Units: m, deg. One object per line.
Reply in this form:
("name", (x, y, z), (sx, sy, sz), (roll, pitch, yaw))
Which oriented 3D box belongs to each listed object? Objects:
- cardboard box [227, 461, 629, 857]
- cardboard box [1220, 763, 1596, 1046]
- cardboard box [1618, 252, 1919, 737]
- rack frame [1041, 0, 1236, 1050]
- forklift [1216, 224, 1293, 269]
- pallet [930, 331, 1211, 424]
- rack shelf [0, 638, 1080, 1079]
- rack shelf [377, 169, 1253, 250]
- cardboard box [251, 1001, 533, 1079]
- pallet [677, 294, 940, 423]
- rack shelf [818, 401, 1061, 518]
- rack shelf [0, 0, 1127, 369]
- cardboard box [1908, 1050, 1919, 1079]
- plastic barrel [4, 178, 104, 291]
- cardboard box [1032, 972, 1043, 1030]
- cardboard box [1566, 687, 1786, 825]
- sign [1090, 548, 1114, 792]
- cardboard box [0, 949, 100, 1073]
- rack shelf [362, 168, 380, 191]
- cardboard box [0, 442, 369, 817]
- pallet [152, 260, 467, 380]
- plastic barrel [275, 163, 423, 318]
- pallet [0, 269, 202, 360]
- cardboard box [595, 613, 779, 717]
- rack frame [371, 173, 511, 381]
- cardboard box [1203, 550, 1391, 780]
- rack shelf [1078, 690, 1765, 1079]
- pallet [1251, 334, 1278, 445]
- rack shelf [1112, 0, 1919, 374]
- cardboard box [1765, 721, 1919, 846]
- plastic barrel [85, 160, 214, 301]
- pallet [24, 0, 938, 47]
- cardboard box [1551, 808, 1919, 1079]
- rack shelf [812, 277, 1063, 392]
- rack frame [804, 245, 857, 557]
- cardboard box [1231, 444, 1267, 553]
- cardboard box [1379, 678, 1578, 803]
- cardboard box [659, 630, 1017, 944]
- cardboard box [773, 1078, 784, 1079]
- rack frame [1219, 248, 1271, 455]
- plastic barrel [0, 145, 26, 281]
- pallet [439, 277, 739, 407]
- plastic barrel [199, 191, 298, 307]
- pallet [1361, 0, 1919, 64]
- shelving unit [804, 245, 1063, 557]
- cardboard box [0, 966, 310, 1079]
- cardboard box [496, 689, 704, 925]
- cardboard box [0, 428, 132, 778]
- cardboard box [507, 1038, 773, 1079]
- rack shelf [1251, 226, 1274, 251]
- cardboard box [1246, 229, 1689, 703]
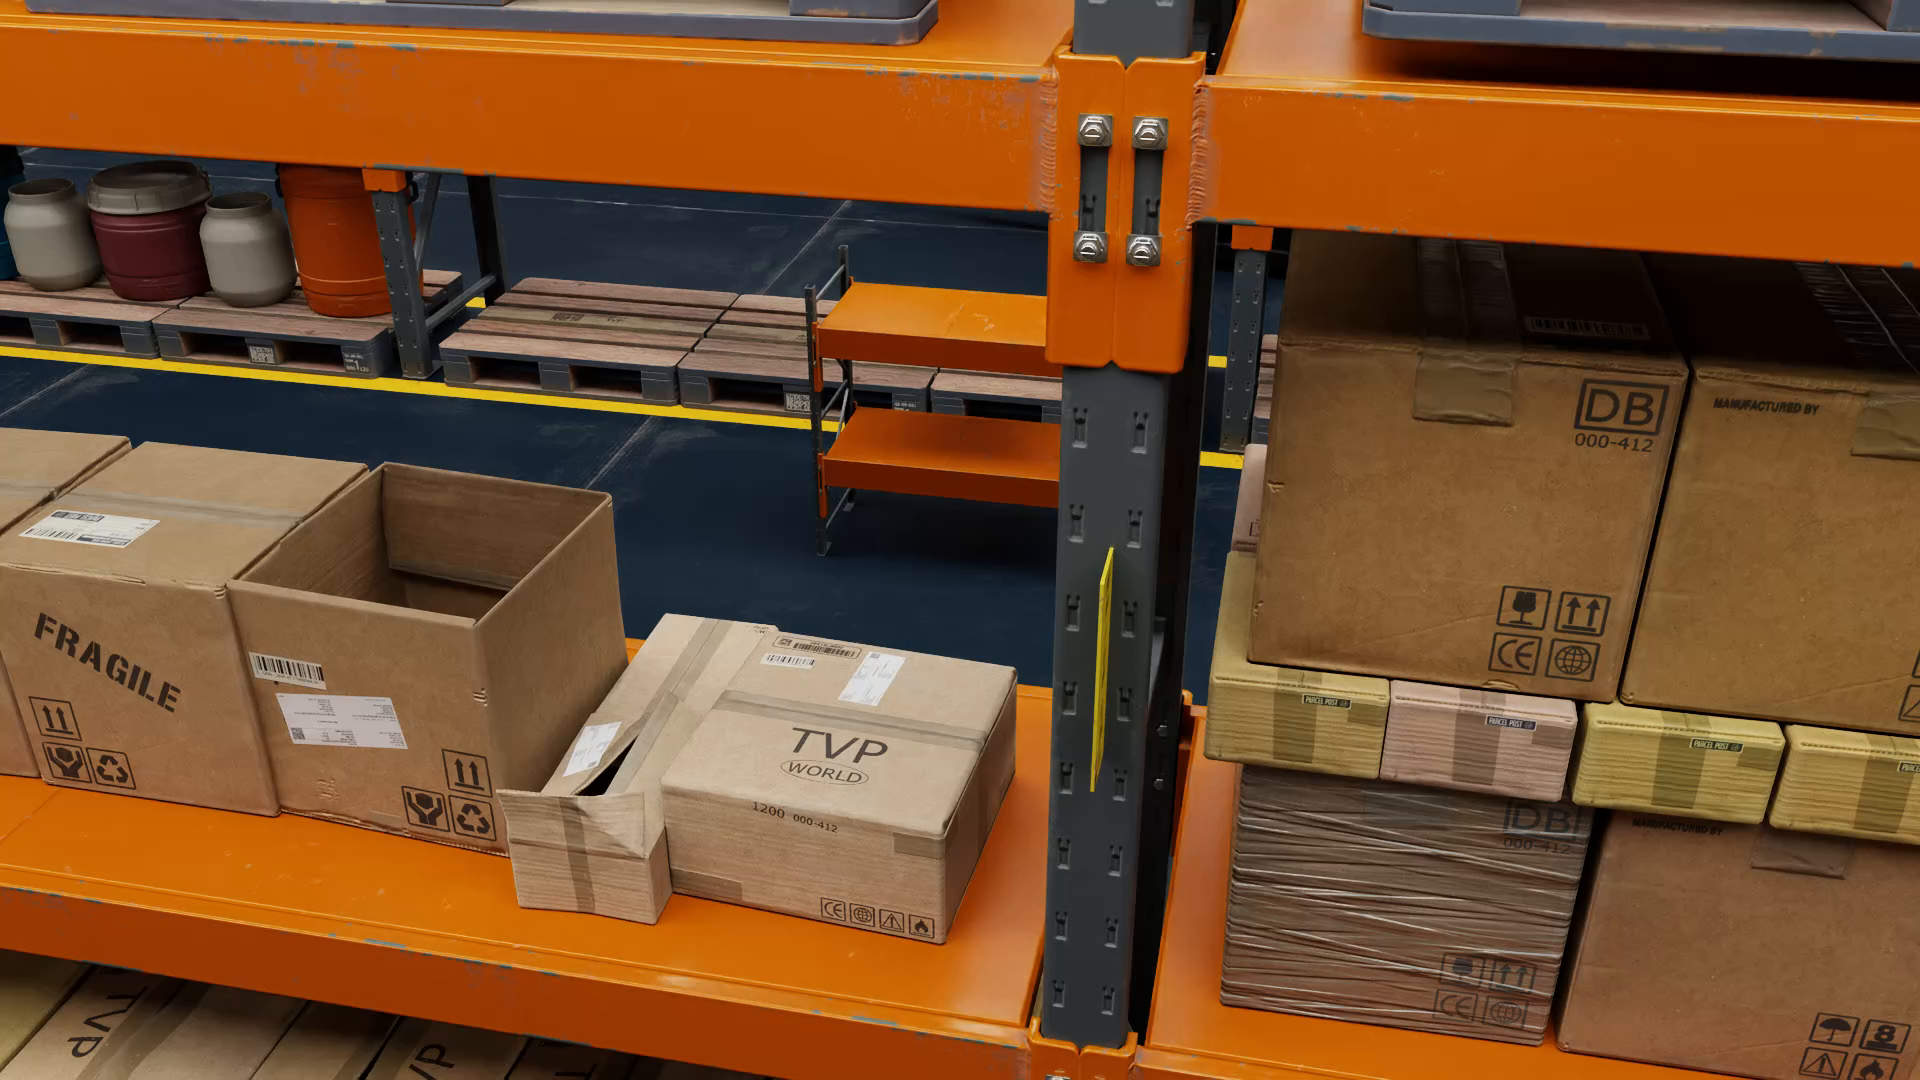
("cardboard box", (-0.972, 0.209, 3.141), (0.500, 0.500, 0.500), (8, 30, 14))
("cardboard box", (0.726, 0.388, 2.814), (0.500, 0.500, 0.700), (5, 29, 9))
("cardboard box", (1.220, -0.131, 2.411), (0.500, 0.500, 0.700), (6, 29, 10))
("rack frame", (0.290, 0.392, 2.911), (0.053, 2.616, 0.949), (6, 29, 11))
("forklift", (1.615, -3.107, 9.373), (3.031, 2.935, 1.130), (13, 31, 23))
("pallet", (0.553, -0.773, 7.942), (1.213, 0.211, 1.003), (6, 29, 11))
("rack shelf", (-1.665, 0.505, 3.453), (4.000, 0.370, 1.077), (6, 29, 11))
("rack shelf", (-0.627, -1.821, 7.701), (4.000, 0.370, 1.077), (6, 29, 11))
("cardboard box", (-1.163, 1.160, 3.350), (0.500, 0.311, 0.500), (6, 29, 10))
("pallet", (-0.644, -0.894, 8.164), (1.213, 0.211, 1.003), (6, 29, 11))
("rack shelf", (-0.007, -0.280, 6.599), (1.000, 0.278, 0.538), (6, 29, 11))
("rack shelf", (-1.665, -0.811, 2.733), (4.000, 0.370, 1.077), (6, 29, 11))
("cardboard box", (1.733, 0.490, 2.628), (0.500, 0.500, 0.700), (6, 29, 11))
("plastic barrel", (-4.740, -1.599, 8.700), (0.421, 0.512, 0.421), (0, 29, 0))
("cardboard box", (-0.061, 1.008, 3.628), (0.500, 0.311, 0.500), (6, 29, 11))
("cardboard box", (1.011, 0.230, 2.427), (0.250, 0.149, 0.380), (5, 29, 9))
("sign", (0.187, 0.173, 2.188), (0.005, 0.325, 0.100), (6, 29, 11))
("cardboard box", (-2.156, 1.056, 3.539), (0.500, 0.311, 0.500), (5, 29, 9))
("rack shelf", (-4.539, -2.222, 8.434), (4.000, 0.370, 1.077), (6, 29, 11))
("cardboard box", (-1.462, 0.158, 3.233), (0.500, 0.500, 0.500), (6, 29, 11))
("pallet", (-3.363, -1.173, 8.673), (1.213, 0.211, 1.003), (6, 29, 11))
("plastic barrel", (-3.065, -1.610, 8.390), (0.708, 0.830, 0.600), (6, 29, 11))
("pallet", (-4.552, -1.297, 8.899), (1.213, 0.211, 1.003), (6, 29, 11))
("cardboard box", (-0.533, 0.315, 3.312), (0.250, 0.149, 0.380), (6, 29, 11))
("rack frame", (-2.583, -2.337, 7.895), (0.127, 3.000, 1.000), (6, 29, 11))
("cardboard box", (0.513, 0.180, 2.519), (0.250, 0.149, 0.380), (6, 29, 10))
("rack shelf", (2.247, 0.906, 2.720), (4.000, 0.370, 1.077), (6, 29, 11))
("pallet", (1.977, -0.626, 7.673), (1.213, 0.211, 1.003), (6, 29, 11))
("rack shelf", (2.247, -0.410, 2.000), (4.000, 0.370, 1.077), (6, 29, 11))
("cardboard box", (1.268, 0.255, 2.380), (0.250, 0.149, 0.380), (6, 29, 10))
("plastic barrel", (-4.169, -1.618, 8.655), (0.708, 0.588, 0.600), (6, 29, 11))
("pallet", (-0.575, -0.924, 2.390), (1.217, 0.209, 0.805), (5, 29, 9))
("cardboard box", (1.243, 0.438, 2.723), (0.500, 0.500, 0.700), (6, 29, 10))
("rack shelf", (-0.007, -0.751, 6.341), (1.000, 0.278, 0.538), (6, 29, 11))
("rack frame", (-0.504, -0.545, 6.574), (0.032, 1.125, 0.500), (6, 29, 11))
("cardboard box", (0.601, -0.012, 2.868), (0.250, 0.149, 0.380), (6, 29, 11))
("cardboard box", (0.759, 0.205, 2.473), (0.250, 0.149, 0.380), (6, 29, 11))
("cardboard box", (-0.200, 0.427, 3.003), (0.500, 0.250, 0.500), (8, 30, 14))
("cardboard box", (-0.165, 1.260, 3.167), (0.500, 0.311, 0.500), (6, 29, 11))
("rack frame", (1.329, -1.936, 7.162), (0.127, 3.000, 1.000), (6, 29, 11))
("plastic barrel", (-5.274, -1.868, 8.787), (0.708, 0.901, 0.600), (6, 29, 11))
("pallet", (-1.833, -1.018, 8.389), (1.213, 0.211, 1.003), (6, 29, 11))
("plastic barrel", (-3.636, -1.486, 8.493), (0.421, 0.512, 0.421), (0, 29, 0))
("pallet", (1.130, -0.813, 2.081), (1.213, 0.211, 1.003), (6, 29, 11))
("shelving unit", (-0.007, -0.494, 6.481), (1.048, 1.125, 0.538), (6, 29, 11))
("cardboard box", (-1.654, 1.107, 3.445), (0.500, 0.311, 0.500), (5, 29, 10))
("cardboard box", (-0.607, 0.447, 2.950), (0.258, 0.266, 0.396), (5, 29, 9))
("cardboard box", (-1.977, 0.106, 3.329), (0.500, 0.500, 0.500), (4, 29, 8))
("cardboard box", (-0.675, 1.211, 3.257), (0.500, 0.311, 0.500), (7, 29, 12))
("rack shelf", (3.285, -1.420, 6.969), (4.000, 0.370, 1.077), (6, 29, 11))
("cardboard box", (0.726, -0.181, 2.502), (0.500, 0.500, 0.700), (6, 29, 11))
